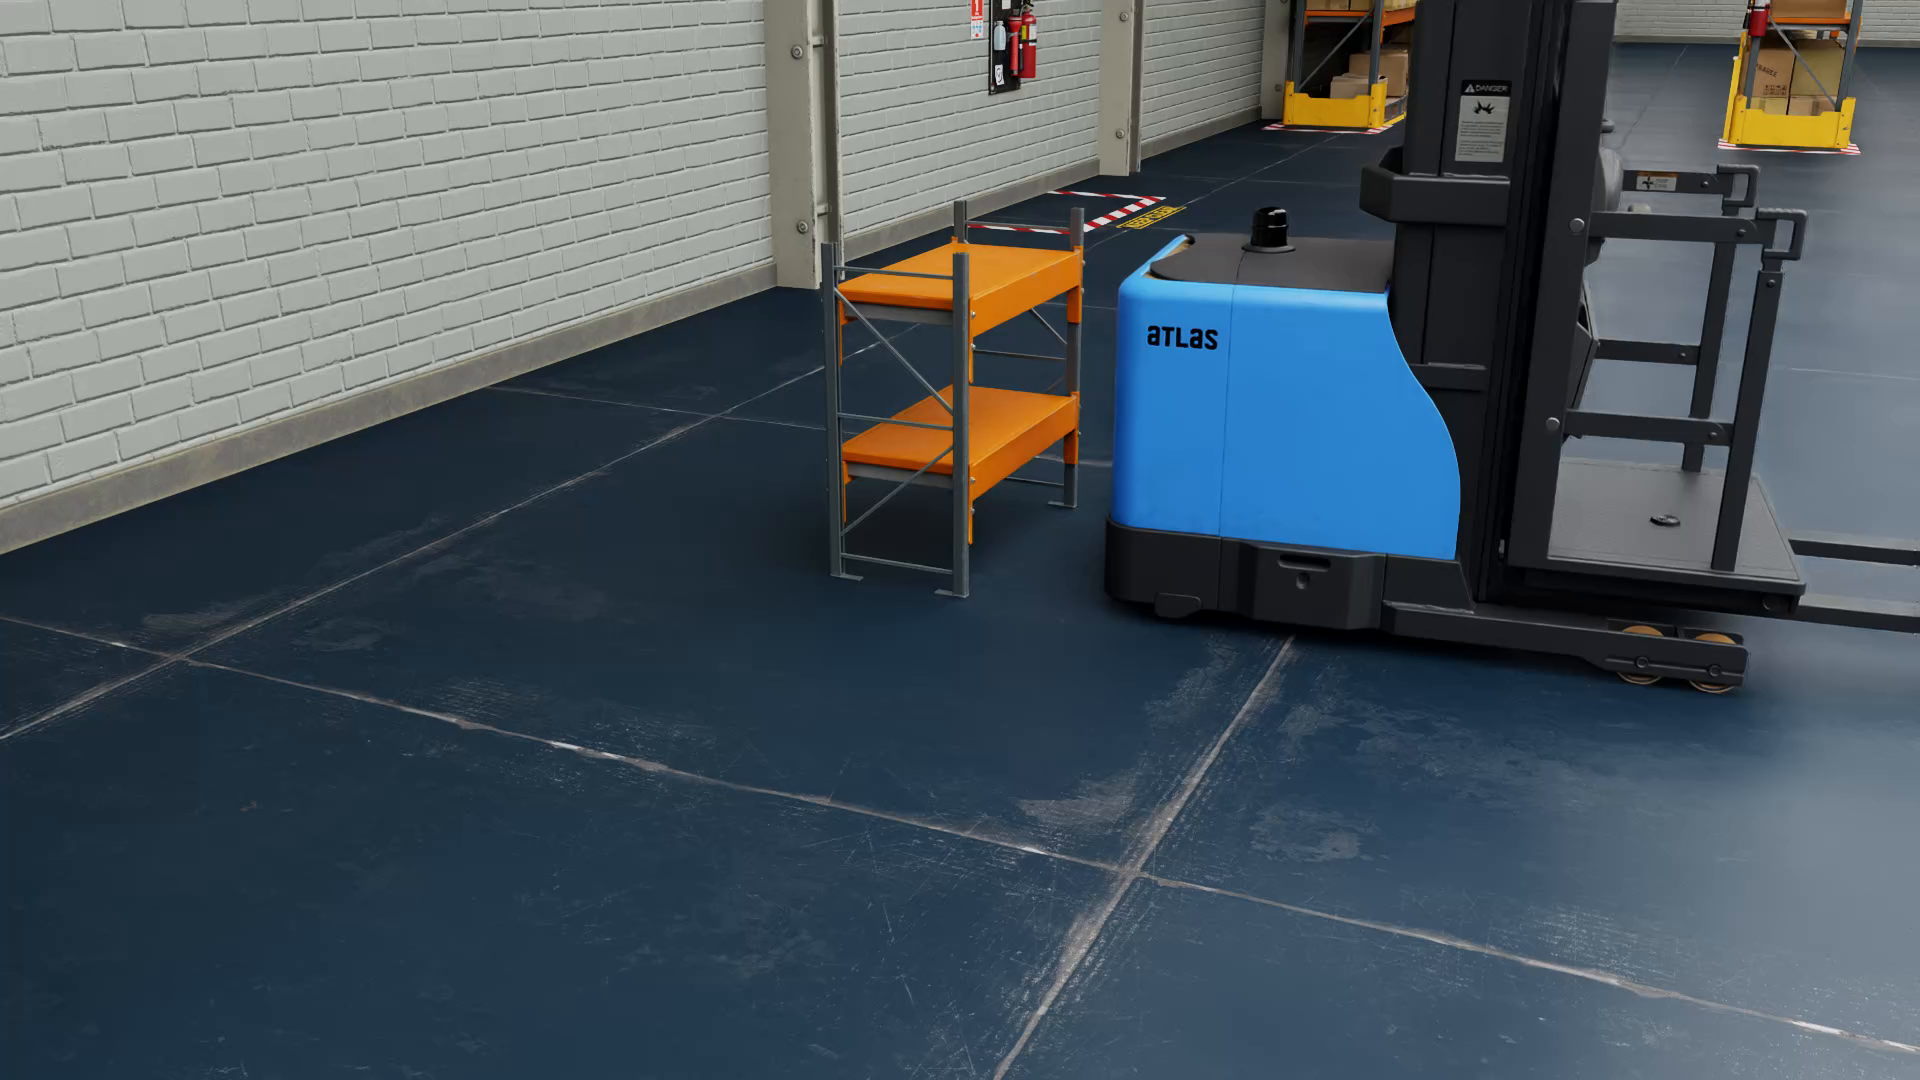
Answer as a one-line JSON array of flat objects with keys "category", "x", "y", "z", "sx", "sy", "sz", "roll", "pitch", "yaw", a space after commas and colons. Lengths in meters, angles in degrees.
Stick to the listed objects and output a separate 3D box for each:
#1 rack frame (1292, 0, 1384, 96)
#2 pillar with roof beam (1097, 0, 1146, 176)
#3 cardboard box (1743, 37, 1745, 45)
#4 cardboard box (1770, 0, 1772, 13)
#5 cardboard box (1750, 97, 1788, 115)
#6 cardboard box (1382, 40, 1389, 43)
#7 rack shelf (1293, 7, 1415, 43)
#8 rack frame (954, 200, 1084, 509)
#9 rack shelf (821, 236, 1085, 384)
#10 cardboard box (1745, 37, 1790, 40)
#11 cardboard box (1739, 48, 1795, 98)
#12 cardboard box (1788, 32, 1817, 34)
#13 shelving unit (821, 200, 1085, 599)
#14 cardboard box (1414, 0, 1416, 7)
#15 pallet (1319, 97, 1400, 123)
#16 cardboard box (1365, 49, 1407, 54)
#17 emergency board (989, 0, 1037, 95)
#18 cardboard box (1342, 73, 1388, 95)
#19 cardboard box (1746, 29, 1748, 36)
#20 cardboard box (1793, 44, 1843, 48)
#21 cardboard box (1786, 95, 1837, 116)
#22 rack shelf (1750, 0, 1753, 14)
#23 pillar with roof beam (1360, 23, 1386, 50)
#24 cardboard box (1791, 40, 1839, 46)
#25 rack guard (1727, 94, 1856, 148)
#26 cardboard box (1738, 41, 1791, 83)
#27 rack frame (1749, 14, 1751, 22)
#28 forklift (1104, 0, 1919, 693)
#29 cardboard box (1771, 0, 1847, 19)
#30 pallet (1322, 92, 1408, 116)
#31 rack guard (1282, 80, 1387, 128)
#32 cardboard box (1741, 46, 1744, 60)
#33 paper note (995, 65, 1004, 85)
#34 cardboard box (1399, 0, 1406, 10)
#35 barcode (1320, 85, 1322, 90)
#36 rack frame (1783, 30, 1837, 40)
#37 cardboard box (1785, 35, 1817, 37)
[{"category": "rack frame", "x": 4.457, "y": -6.392, "z": 19.467, "sx": 1.000, "sy": 3.000, "sz": 0.127, "roll": 9, "pitch": 21, "yaw": 23}, {"category": "pillar with roof beam", "x": 5.425, "y": -7.127, "z": 12.579, "sx": 9.100, "sy": 9.000, "sz": 0.400, "roll": 9, "pitch": 21, "yaw": 23}, {"category": "cardboard box", "x": 14.843, "y": -9.237, "z": 30.911, "sx": 0.500, "sy": 0.250, "sz": 0.500, "roll": 9, "pitch": 21, "yaw": 23}, {"category": "cardboard box", "x": 9.812, "y": -6.376, "z": 19.270, "sx": 0.700, "sy": 0.500, "sz": 0.500, "roll": 9, "pitch": 22, "yaw": 24}, {"category": "cardboard box", "x": 8.927, "y": -4.821, "z": 18.524, "sx": 0.500, "sy": 0.250, "sz": 0.500, "roll": 9, "pitch": 21, "yaw": 23}, {"category": "cardboard box", "x": 6.547, "y": -7.037, "z": 24.353, "sx": 0.700, "sy": 0.500, "sz": 0.500, "roll": 8, "pitch": 21, "yaw": 22}, {"category": "rack shelf", "x": 5.276, "y": -6.665, "z": 21.307, "sx": 1.077, "sy": 0.370, "sz": 4.000, "roll": 9, "pitch": 21, "yaw": 23}, {"category": "rack frame", "x": 0.211, "y": -0.687, "z": 6.223, "sx": 0.500, "sy": 1.125, "sz": 0.032, "roll": 9, "pitch": 21, "yaw": 23}, {"category": "rack shelf", "x": 0.003, "y": -0.808, "z": 5.688, "sx": 0.538, "sy": 0.278, "sz": 1.000, "roll": 9, "pitch": 21, "yaw": 23}, {"category": "cardboard box", "x": 9.942, "y": -5.940, "z": 20.551, "sx": 0.500, "sy": 0.500, "sz": 0.500, "roll": 9, "pitch": 21, "yaw": 23}, {"category": "cardboard box", "x": 8.925, "y": -5.174, "z": 18.399, "sx": 0.500, "sy": 0.500, "sz": 0.500, "roll": 9, "pitch": 21, "yaw": 23}, {"category": "cardboard box", "x": 13.535, "y": -7.918, "z": 26.831, "sx": 0.500, "sy": 0.500, "sz": 0.500, "roll": 9, "pitch": 21, "yaw": 23}, {"category": "shelving unit", "x": 0.003, "y": -0.532, "z": 5.786, "sx": 0.538, "sy": 1.125, "sz": 1.048, "roll": 9, "pitch": 21, "yaw": 23}, {"category": "cardboard box", "x": 5.569, "y": -6.907, "z": 21.107, "sx": 0.500, "sy": 0.250, "sz": 0.500, "roll": 9, "pitch": 21, "yaw": 23}, {"category": "pallet", "x": 4.853, "y": -5.345, "z": 20.684, "sx": 1.003, "sy": 0.211, "sz": 1.213, "roll": 9, "pitch": 21, "yaw": 23}, {"category": "cardboard box", "x": 5.706, "y": -6.322, "z": 22.343, "sx": 0.500, "sy": 0.500, "sz": 0.500, "roll": 7, "pitch": 21, "yaw": 19}, {"category": "emergency board", "x": 0.450, "y": -4.141, "z": 13.135, "sx": 0.194, "sy": 1.169, "sz": 0.643, "roll": 9, "pitch": 21, "yaw": 23}, {"category": "cardboard box", "x": 5.055, "y": -5.706, "z": 20.894, "sx": 0.500, "sy": 0.311, "sz": 0.500, "roll": 11, "pitch": 22, "yaw": 27}, {"category": "cardboard box", "x": 13.866, "y": -8.625, "z": 28.818, "sx": 0.500, "sy": 0.500, "sz": 0.500, "roll": 9, "pitch": 21, "yaw": 23}, {"category": "cardboard box", "x": 9.796, "y": -5.411, "z": 19.064, "sx": 0.500, "sy": 0.500, "sz": 0.500, "roll": 9, "pitch": 21, "yaw": 23}, {"category": "cardboard box", "x": 9.400, "y": -4.750, "z": 18.324, "sx": 0.500, "sy": 0.250, "sz": 0.500, "roll": 9, "pitch": 21, "yaw": 23}, {"category": "rack shelf", "x": 13.072, "y": -8.432, "z": 26.275, "sx": 1.077, "sy": 0.370, "sz": 4.000, "roll": 9, "pitch": 21, "yaw": 23}, {"category": "pillar with roof beam", "x": 10.339, "y": -10.795, "z": 22.894, "sx": 9.100, "sy": 9.000, "sz": 0.400, "roll": 9, "pitch": 21, "yaw": 23}, {"category": "cardboard box", "x": 10.208, "y": -5.716, "z": 19.922, "sx": 0.500, "sy": 0.500, "sz": 0.500, "roll": 9, "pitch": 21, "yaw": 23}, {"category": "rack guard", "x": 8.968, "y": -4.529, "z": 17.957, "sx": 1.175, "sy": 0.500, "sz": 0.348, "roll": 9, "pitch": 21, "yaw": 23}, {"category": "cardboard box", "x": 9.528, "y": -5.635, "z": 19.694, "sx": 0.500, "sy": 0.500, "sz": 0.500, "roll": 9, "pitch": 21, "yaw": 23}, {"category": "rack frame", "x": 15.529, "y": -10.605, "z": 31.312, "sx": 1.000, "sy": 3.000, "sz": 0.127, "roll": 9, "pitch": 21, "yaw": 23}, {"category": "forklift", "x": 2.036, "y": -1.144, "z": 4.811, "sx": 3.031, "sy": 2.935, "sz": 1.130, "roll": 6, "pitch": 20, "yaw": 17}, {"category": "cardboard box", "x": 9.180, "y": -5.902, "z": 17.938, "sx": 0.700, "sy": 0.500, "sz": 0.500, "roll": 9, "pitch": 21, "yaw": 23}, {"category": "pallet", "x": 5.354, "y": -5.717, "z": 21.729, "sx": 1.003, "sy": 0.211, "sz": 1.213, "roll": 9, "pitch": 21, "yaw": 23}, {"category": "rack guard", "x": 4.488, "y": -5.238, "z": 19.951, "sx": 1.175, "sy": 0.500, "sz": 0.348, "roll": 9, "pitch": 21, "yaw": 23}, {"category": "cardboard box", "x": 11.771, "y": -7.206, "z": 24.395, "sx": 0.500, "sy": 0.311, "sz": 0.500, "roll": 9, "pitch": 22, "yaw": 25}, {"category": "paper note", "x": 0.315, "y": -3.681, "z": 13.157, "sx": 0.016, "sy": 0.148, "sz": 0.142, "roll": 9, "pitch": 21, "yaw": 23}, {"category": "cardboard box", "x": 5.146, "y": -6.597, "z": 20.237, "sx": 0.500, "sy": 0.250, "sz": 0.500, "roll": 8, "pitch": 21, "yaw": 21}, {"category": "barcode", "x": 4.464, "y": -5.597, "z": 20.572, "sx": 0.001, "sy": 0.075, "sz": 0.075, "roll": 9, "pitch": 21, "yaw": 23}, {"category": "rack frame", "x": 10.615, "y": -6.937, "z": 20.997, "sx": 1.000, "sy": 3.000, "sz": 0.127, "roll": 9, "pitch": 21, "yaw": 23}, {"category": "cardboard box", "x": 13.120, "y": -7.602, "z": 25.943, "sx": 0.500, "sy": 0.500, "sz": 0.500, "roll": 8, "pitch": 21, "yaw": 22}]
